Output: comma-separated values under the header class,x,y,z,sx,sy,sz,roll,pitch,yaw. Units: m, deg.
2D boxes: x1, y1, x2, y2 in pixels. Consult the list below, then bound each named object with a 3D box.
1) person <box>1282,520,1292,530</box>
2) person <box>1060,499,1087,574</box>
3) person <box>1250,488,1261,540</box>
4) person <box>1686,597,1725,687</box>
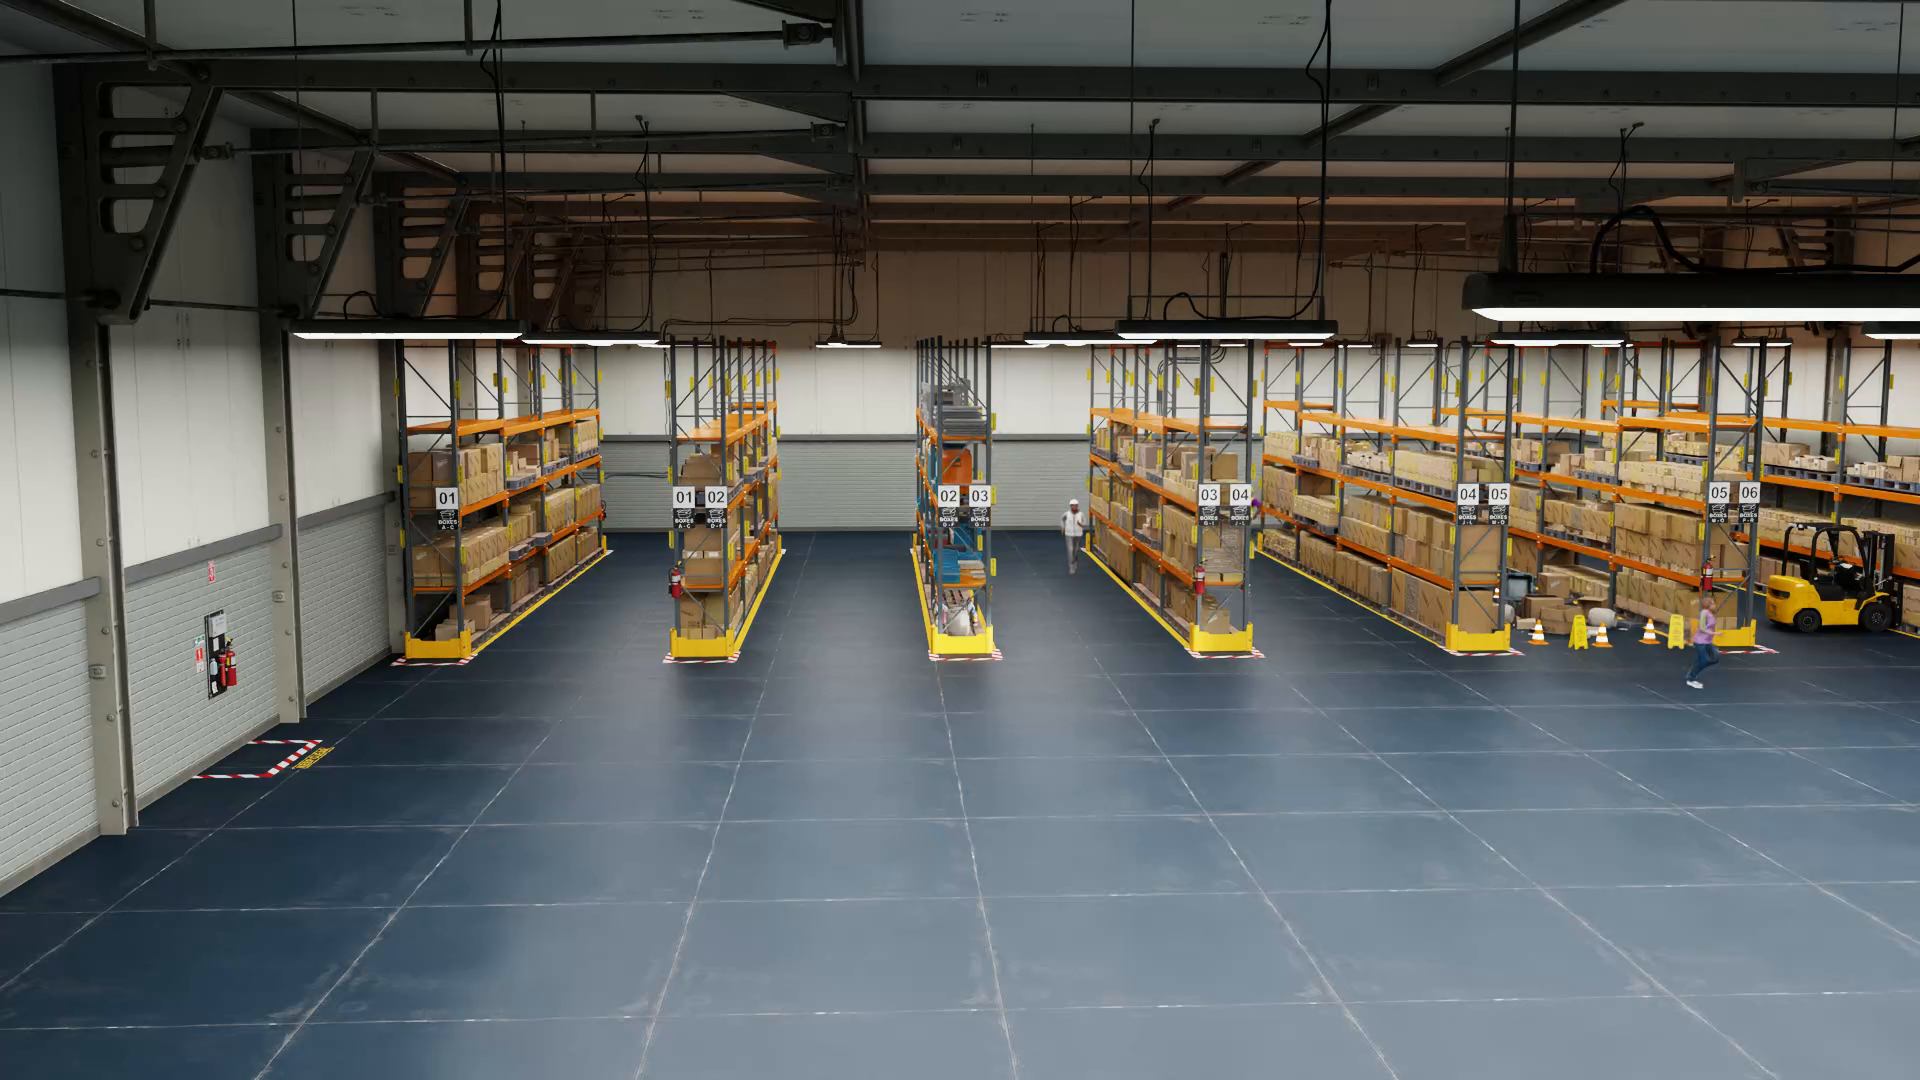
class,x,y,z,sx,sy,sz,roll,pitch,yaw
person,9.727,-0.600,48.928,0.705,1.608,0.632,2,7,18
person,2.794,-0.100,40.748,0.650,1.798,0.873,-1,7,-5
person,8.362,-0.674,48.604,0.971,1.737,0.761,-4,7,-30
person,12.684,1.740,28.250,0.514,1.563,0.602,-6,9,-42
